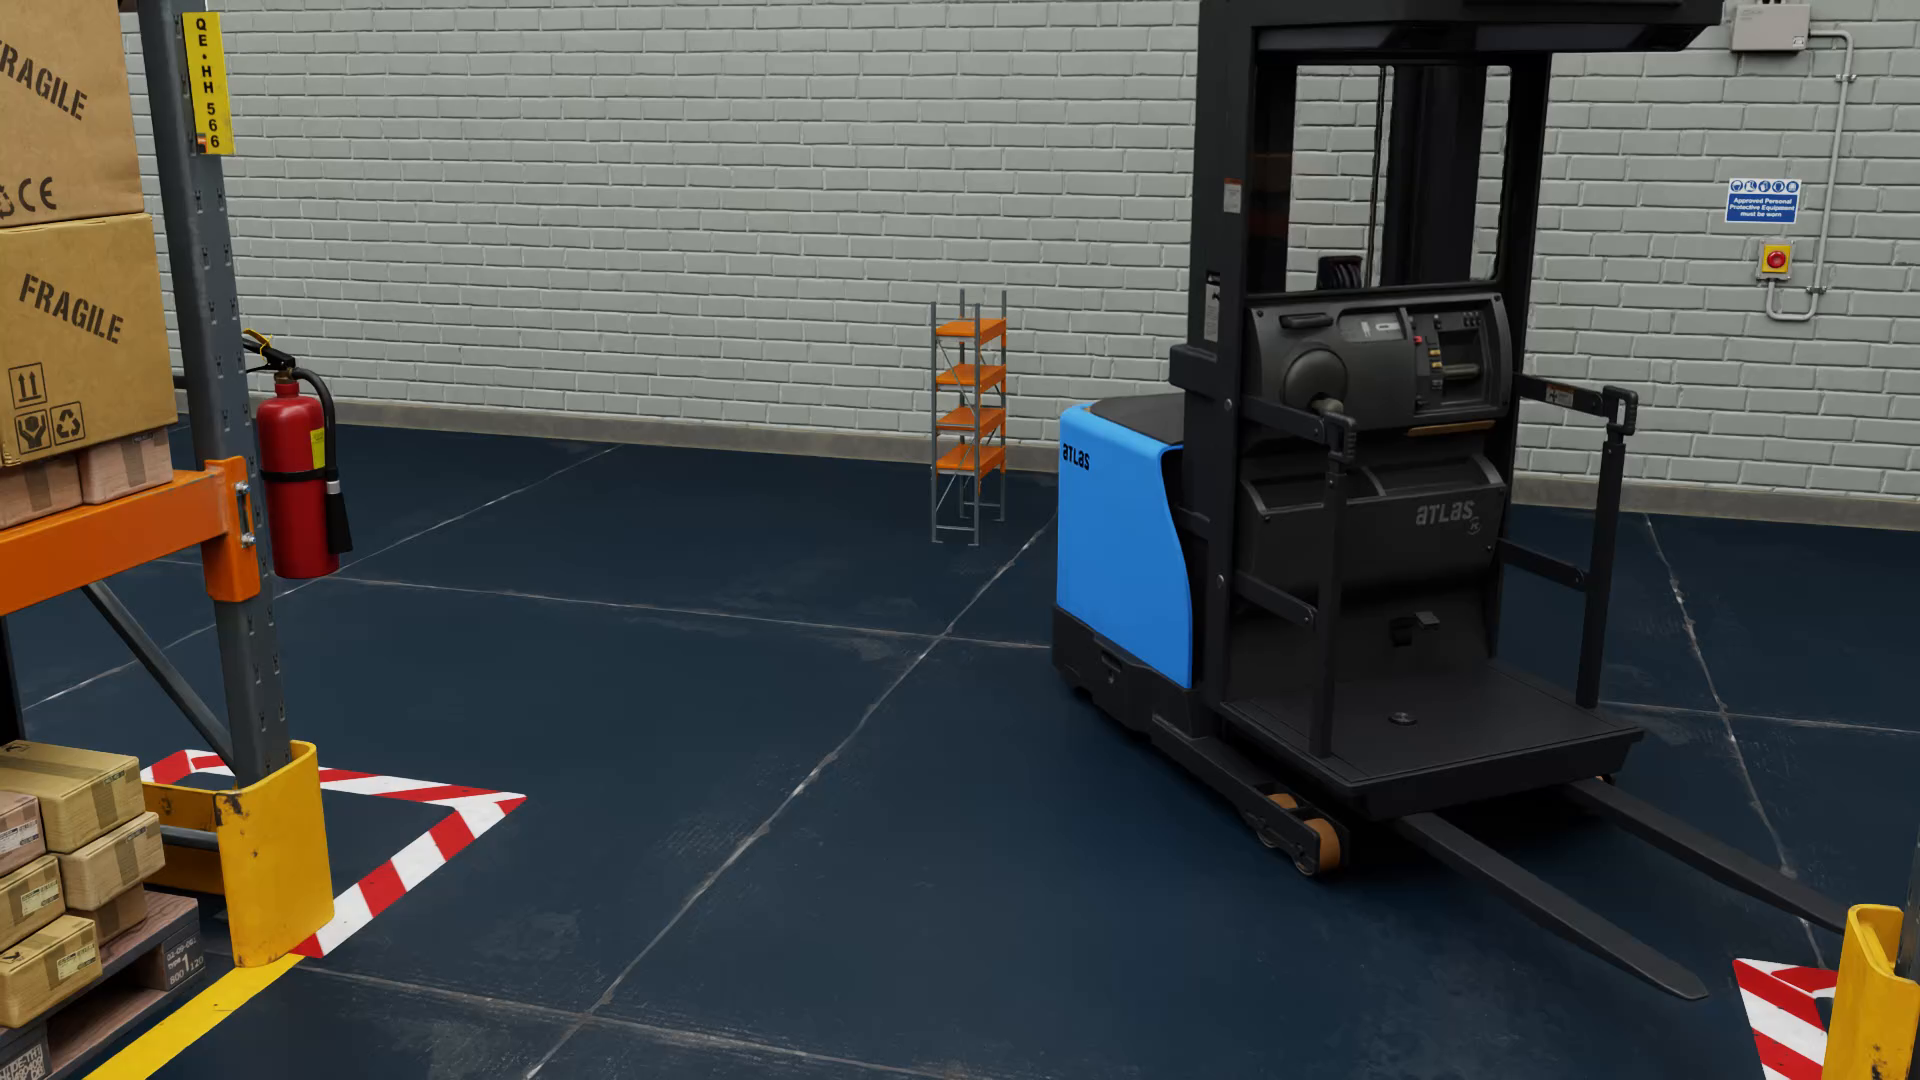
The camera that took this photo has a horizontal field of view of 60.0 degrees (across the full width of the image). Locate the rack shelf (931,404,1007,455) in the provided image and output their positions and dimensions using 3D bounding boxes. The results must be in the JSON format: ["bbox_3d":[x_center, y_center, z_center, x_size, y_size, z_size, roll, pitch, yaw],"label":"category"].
[{"bbox_3d":[0.047,-0.556,8.337,0.258,0.148,0.480,5,16,16],"label":"rack shelf"}]

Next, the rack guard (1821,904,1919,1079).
[{"bbox_3d":[2.467,1.129,3.433,1.175,0.500,0.348,5,16,16],"label":"rack guard"}]

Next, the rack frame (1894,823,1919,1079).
[{"bbox_3d":[2.463,-0.067,3.069,0.949,2.616,0.053,5,16,16],"label":"rack frame"}]

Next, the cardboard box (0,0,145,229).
[{"bbox_3d":[-2.206,-0.958,3.649,0.500,0.500,0.500,4,16,15],"label":"cardboard box"}]

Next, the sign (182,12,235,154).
[{"bbox_3d":[-1.788,-1.086,3.959,0.100,0.325,0.005,5,16,16],"label":"sign"}]

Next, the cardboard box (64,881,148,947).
[{"bbox_3d":[-2.264,0.899,4.119,0.380,0.149,0.250,5,17,17],"label":"cardboard box"}]

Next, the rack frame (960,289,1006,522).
[{"bbox_3d":[0.116,-0.684,8.543,0.240,1.200,0.015,5,16,16],"label":"rack frame"}]

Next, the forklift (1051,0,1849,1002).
[{"bbox_3d":[1.391,-0.559,4.930,1.130,2.935,3.031,-7,17,-22],"label":"forklift"}]

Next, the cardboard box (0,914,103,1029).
[{"bbox_3d":[-2.240,0.974,3.854,0.380,0.149,0.250,5,17,18],"label":"cardboard box"}]

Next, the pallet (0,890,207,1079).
[{"bbox_3d":[-2.601,1.146,3.901,1.003,0.211,1.213,5,16,16],"label":"pallet"}]

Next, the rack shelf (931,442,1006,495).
[{"bbox_3d":[0.047,-0.365,8.391,0.258,0.148,0.480,5,16,16],"label":"rack shelf"}]

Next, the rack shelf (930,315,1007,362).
[{"bbox_3d":[0.047,-0.999,8.211,0.258,0.148,0.480,5,16,16],"label":"rack shelf"}]

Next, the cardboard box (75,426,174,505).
[{"bbox_3d":[-2.136,-0.197,3.986,0.380,0.149,0.250,5,16,16],"label":"cardboard box"}]

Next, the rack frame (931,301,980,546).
[{"bbox_3d":[-0.022,-0.557,8.093,0.240,1.200,0.015,5,16,16],"label":"rack frame"}]

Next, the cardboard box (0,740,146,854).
[{"bbox_3d":[-2.222,0.617,4.023,0.380,0.149,0.250,5,17,17],"label":"cardboard box"}]

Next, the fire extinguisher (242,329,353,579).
[{"bbox_3d":[-1.800,-0.238,4.498,0.296,0.674,0.183,5,16,16],"label":"fire extinguisher"}]

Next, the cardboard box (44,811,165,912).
[{"bbox_3d":[-2.191,0.762,4.056,0.380,0.149,0.250,4,16,14],"label":"cardboard box"}]

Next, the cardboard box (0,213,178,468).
[{"bbox_3d":[-2.195,-0.478,3.791,0.500,0.500,0.500,5,17,17],"label":"cardboard box"}]

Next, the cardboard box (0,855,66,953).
[{"bbox_3d":[-2.317,0.826,3.830,0.380,0.149,0.250,4,16,15],"label":"cardboard box"}]

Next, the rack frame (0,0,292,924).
[{"bbox_3d":[-2.315,-0.425,4.330,1.000,3.000,0.127,5,16,16],"label":"rack frame"}]

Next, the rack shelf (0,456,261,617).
[{"bbox_3d":[-2.883,0.445,2.583,1.077,0.370,4.000,5,16,16],"label":"rack shelf"}]

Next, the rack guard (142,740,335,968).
[{"bbox_3d":[-2.336,0.798,4.601,1.175,0.500,0.348,5,16,16],"label":"rack guard"}]

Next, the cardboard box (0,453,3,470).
[{"bbox_3d":[-2.347,-0.344,3.317,0.500,0.500,0.500,4,16,15],"label":"cardboard box"}]

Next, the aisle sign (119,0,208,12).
[{"bbox_3d":[-2.006,-1.671,3.961,0.394,0.787,0.004,5,16,16],"label":"aisle sign"}]

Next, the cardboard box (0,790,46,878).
[{"bbox_3d":[-2.348,0.678,3.807,0.380,0.149,0.250,5,17,17],"label":"cardboard box"}]

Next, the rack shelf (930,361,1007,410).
[{"bbox_3d":[0.047,-0.771,8.276,0.258,0.148,0.480,5,16,16],"label":"rack shelf"}]

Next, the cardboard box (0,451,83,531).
[{"bbox_3d":[-2.243,-0.135,3.767,0.380,0.149,0.250,5,16,16],"label":"cardboard box"}]

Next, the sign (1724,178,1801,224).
[{"bbox_3d":[4.011,-1.694,8.310,0.327,0.218,0.001,5,16,16],"label":"sign"}]

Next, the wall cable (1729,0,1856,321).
[{"bbox_3d":[4.040,-2.048,8.134,0.585,1.953,0.123,5,16,16],"label":"wall cable"}]

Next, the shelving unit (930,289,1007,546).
[{"bbox_3d":[0.047,-0.621,8.318,0.258,1.200,0.503,5,16,16],"label":"shelving unit"}]
